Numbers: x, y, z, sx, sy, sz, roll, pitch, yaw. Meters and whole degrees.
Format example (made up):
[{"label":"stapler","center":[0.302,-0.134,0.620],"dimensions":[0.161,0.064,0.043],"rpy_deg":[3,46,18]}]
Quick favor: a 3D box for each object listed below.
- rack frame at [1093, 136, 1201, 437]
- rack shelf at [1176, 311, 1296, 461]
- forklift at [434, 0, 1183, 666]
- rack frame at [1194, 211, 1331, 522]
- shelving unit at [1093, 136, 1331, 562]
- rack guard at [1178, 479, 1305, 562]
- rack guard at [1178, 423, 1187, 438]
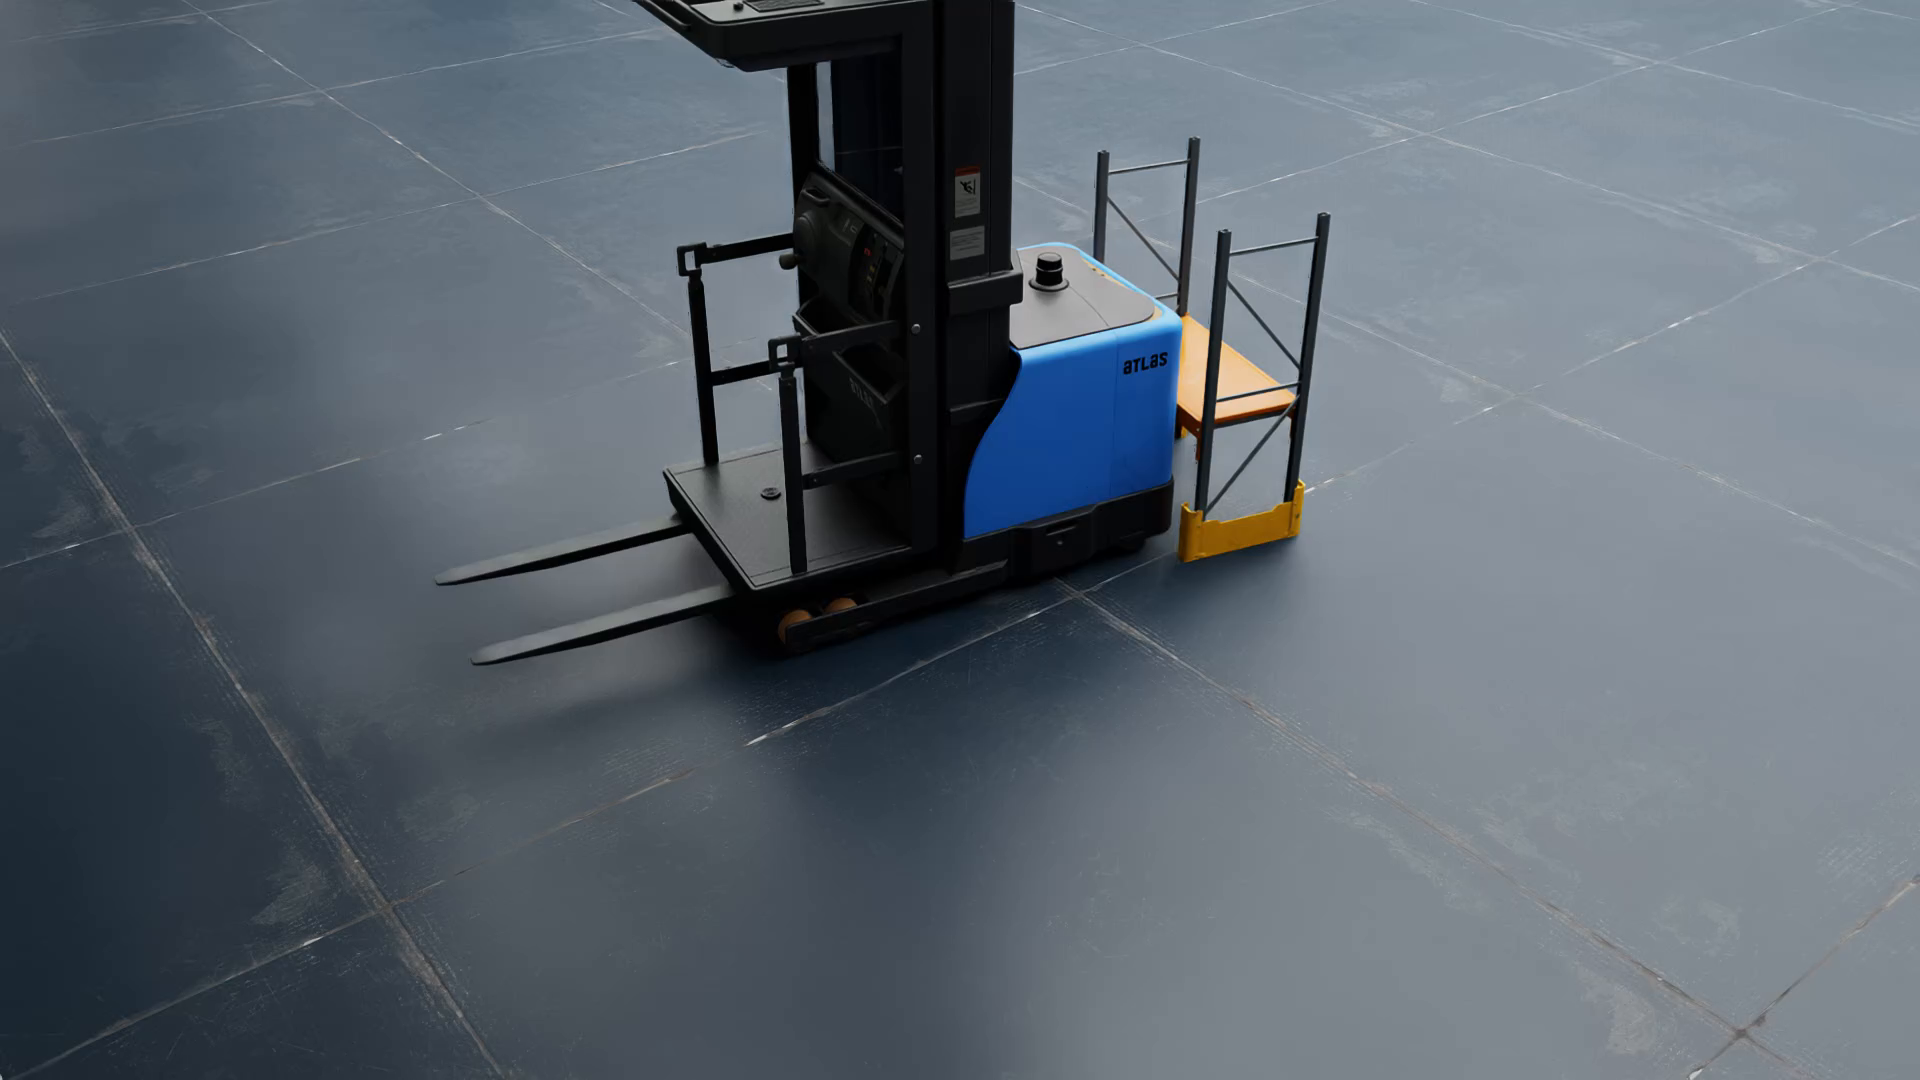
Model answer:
[{"label":"rack frame","center":[0.835,-1.104,7.713],"dimensions":[0.500,1.500,0.032],"rpy_deg":[-13,34,-20]},{"label":"rack shelf","center":[1.036,-0.705,7.411],"dimensions":[0.538,0.185,1.000],"rpy_deg":[-13,34,-20]},{"label":"forklift","center":[-0.619,-1.115,6.373],"dimensions":[3.031,2.935,1.130],"rpy_deg":[-15,35,-23]},{"label":"rack frame","center":[1.237,-0.612,6.920],"dimensions":[0.500,1.500,0.032],"rpy_deg":[-13,34,-20]},{"label":"shelving unit","center":[1.033,-0.862,7.324],"dimensions":[0.587,1.500,1.083],"rpy_deg":[-13,34,-20]},{"label":"rack guard","center":[1.230,-0.090,7.265],"dimensions":[0.587,0.250,0.087],"rpy_deg":[-13,34,-20]},{"label":"rack guard","center":[0.835,-0.573,8.042],"dimensions":[0.587,0.250,0.087],"rpy_deg":[-13,34,-20]}]
